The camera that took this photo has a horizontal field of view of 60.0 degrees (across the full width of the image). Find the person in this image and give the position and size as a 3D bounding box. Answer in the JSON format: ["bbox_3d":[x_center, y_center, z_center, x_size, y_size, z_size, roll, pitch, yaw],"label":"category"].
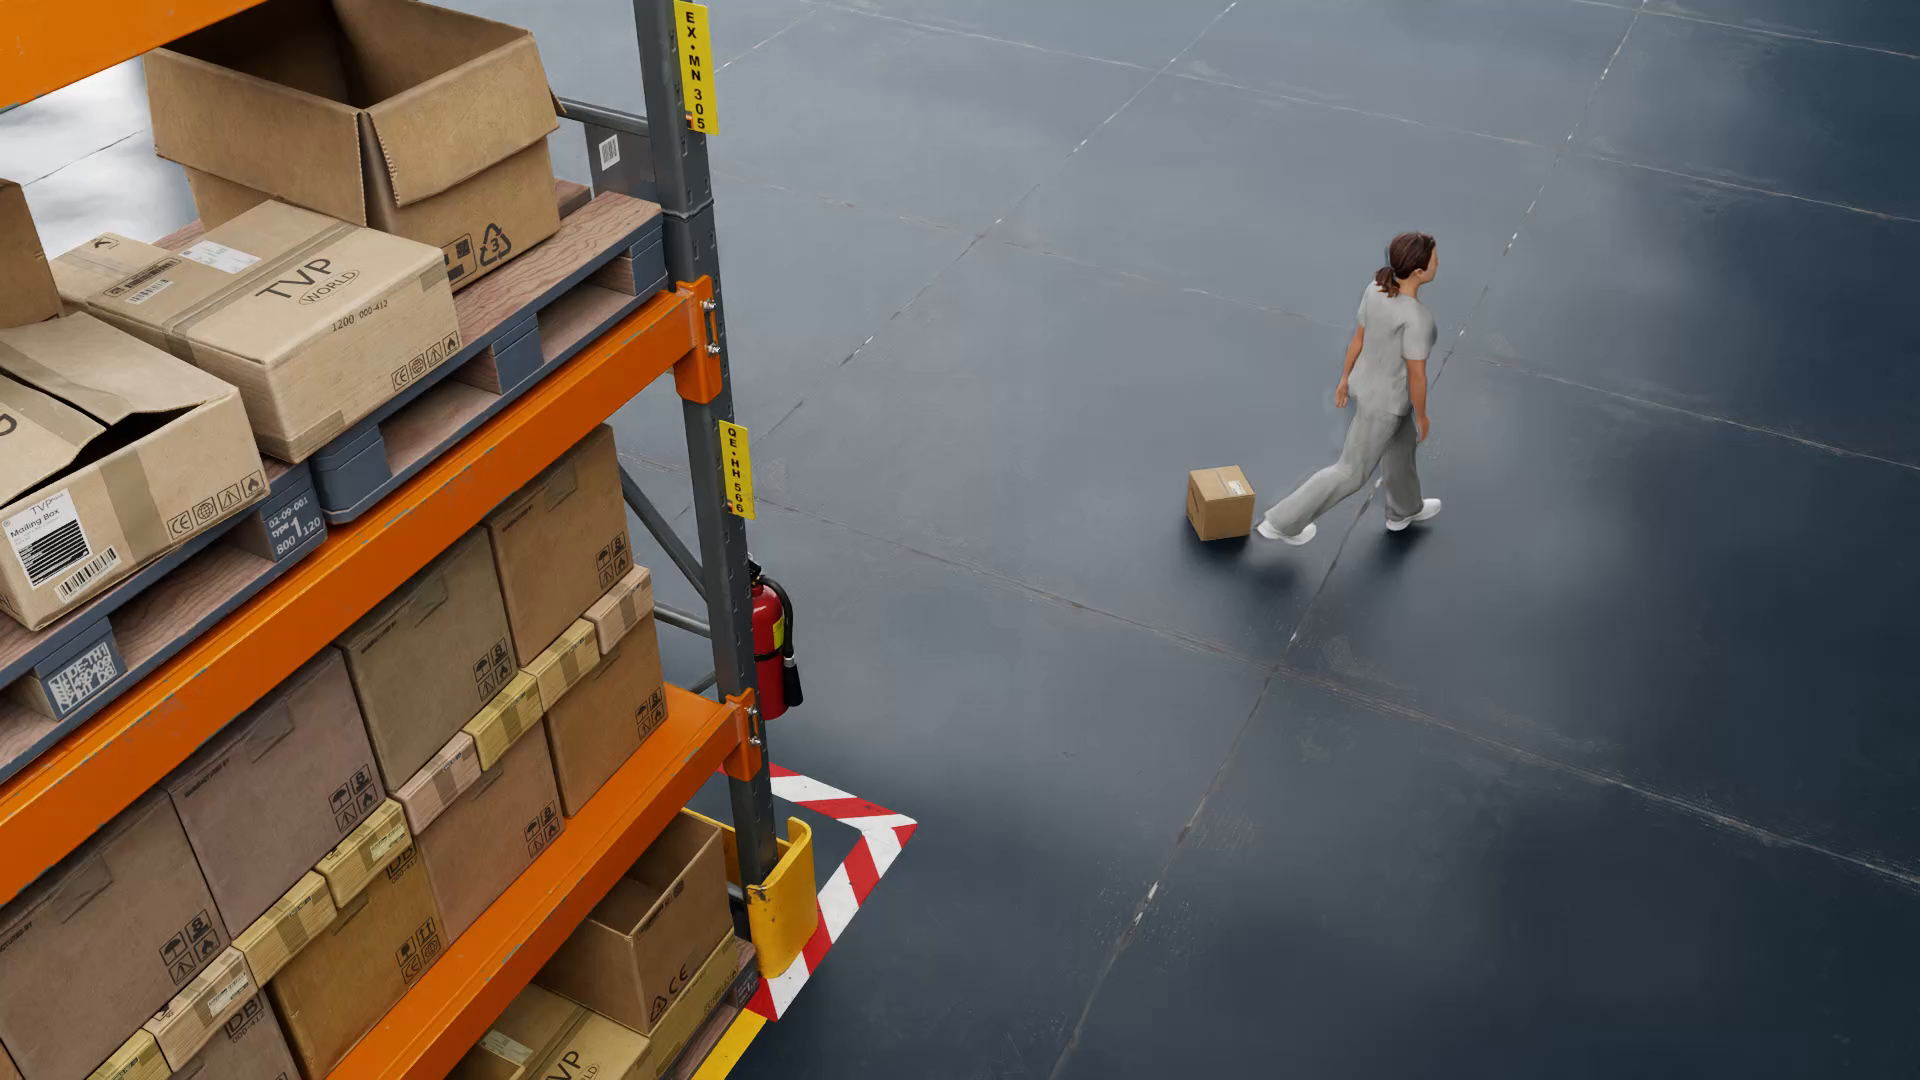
[{"bbox_3d":[1.898,-0.645,7.582,1.016,1.625,0.456,-9,39,-11],"label":"person"}]
